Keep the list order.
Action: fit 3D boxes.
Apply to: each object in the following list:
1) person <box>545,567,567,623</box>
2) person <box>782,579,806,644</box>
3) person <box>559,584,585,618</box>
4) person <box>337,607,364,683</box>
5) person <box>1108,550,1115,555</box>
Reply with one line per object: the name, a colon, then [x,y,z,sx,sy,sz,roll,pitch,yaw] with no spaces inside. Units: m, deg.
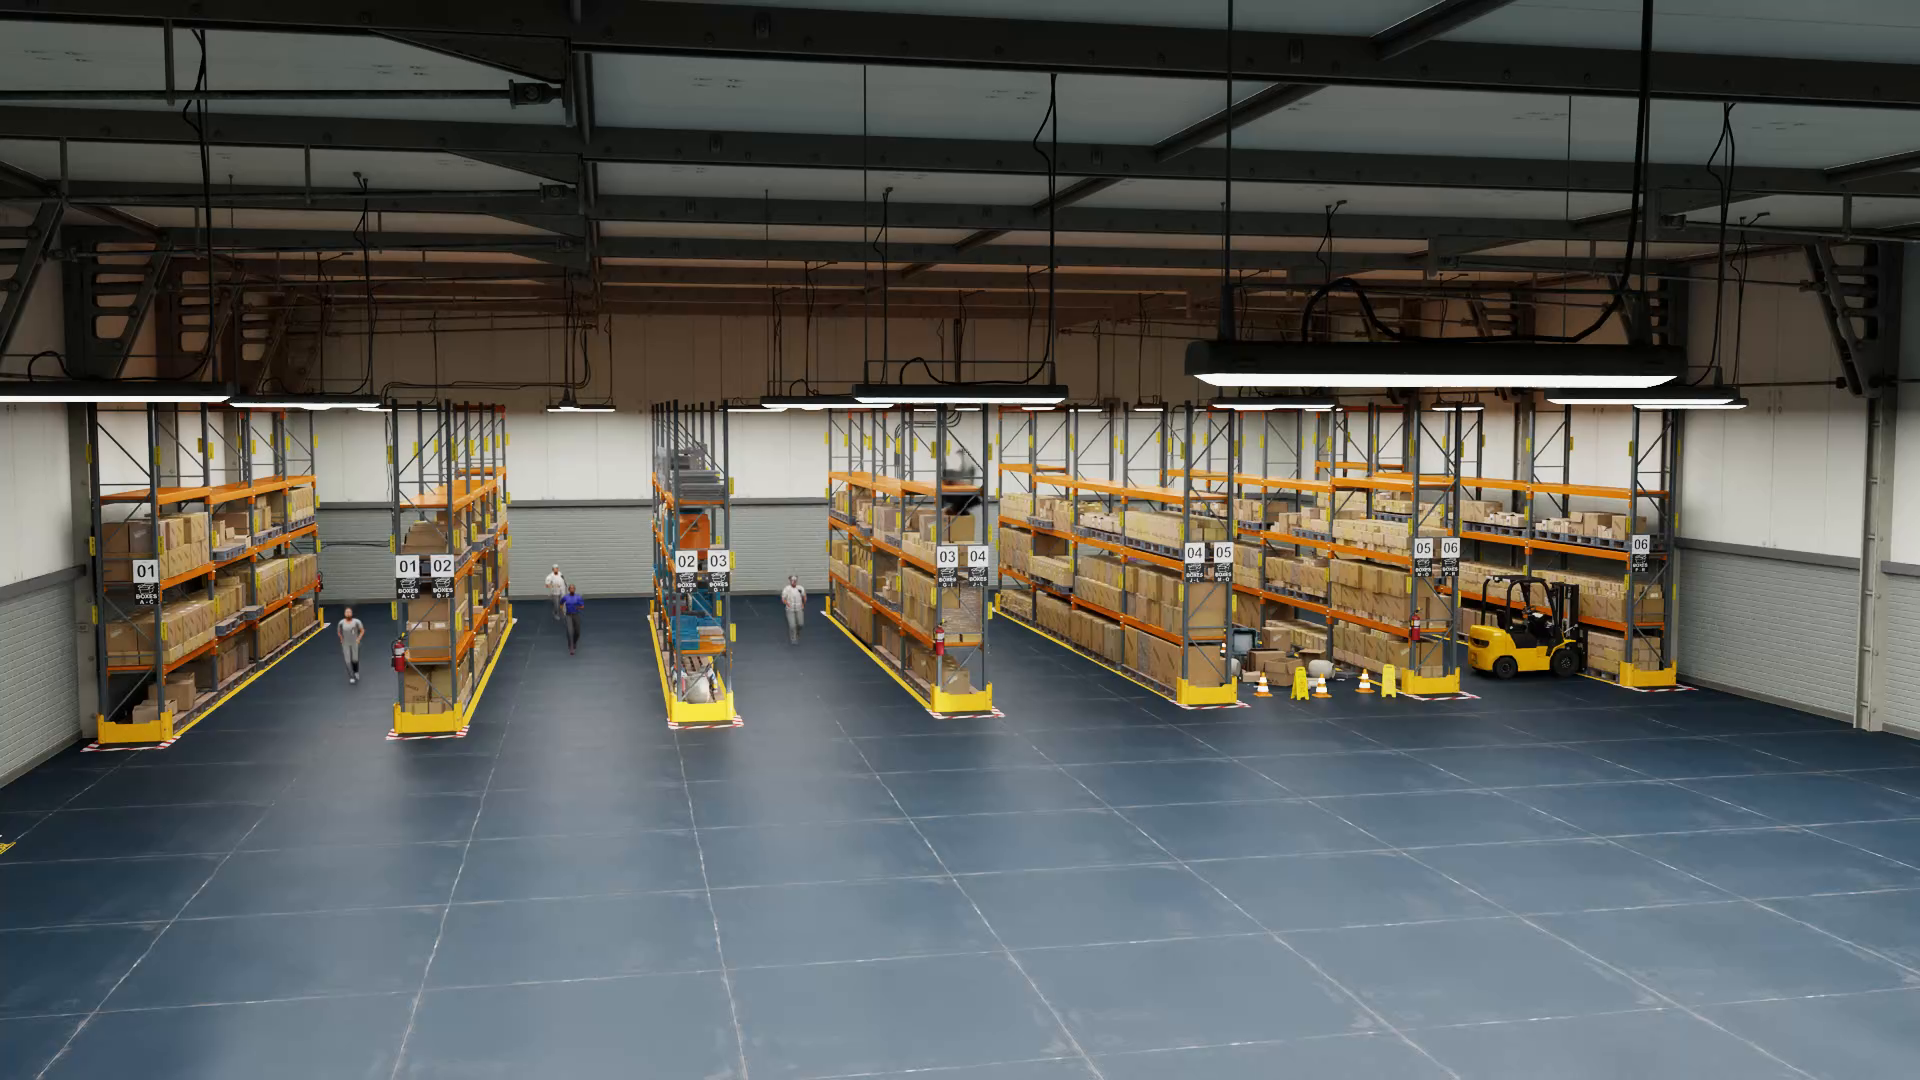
person: [-11.072,1.486,45.642,0.640,1.610,0.885,-3,5,-35]
person: [-4.110,1.755,41.414,0.636,1.681,0.564,-1,4,-13]
person: [-9.278,1.466,39.797,0.581,0.804,0.578,-1,5,-19]
person: [-12.965,2.237,35.357,0.539,1.626,0.541,-1,4,-14]
person: [4.643,1.024,50.756,0.661,1.717,0.691,-1,4,-10]
